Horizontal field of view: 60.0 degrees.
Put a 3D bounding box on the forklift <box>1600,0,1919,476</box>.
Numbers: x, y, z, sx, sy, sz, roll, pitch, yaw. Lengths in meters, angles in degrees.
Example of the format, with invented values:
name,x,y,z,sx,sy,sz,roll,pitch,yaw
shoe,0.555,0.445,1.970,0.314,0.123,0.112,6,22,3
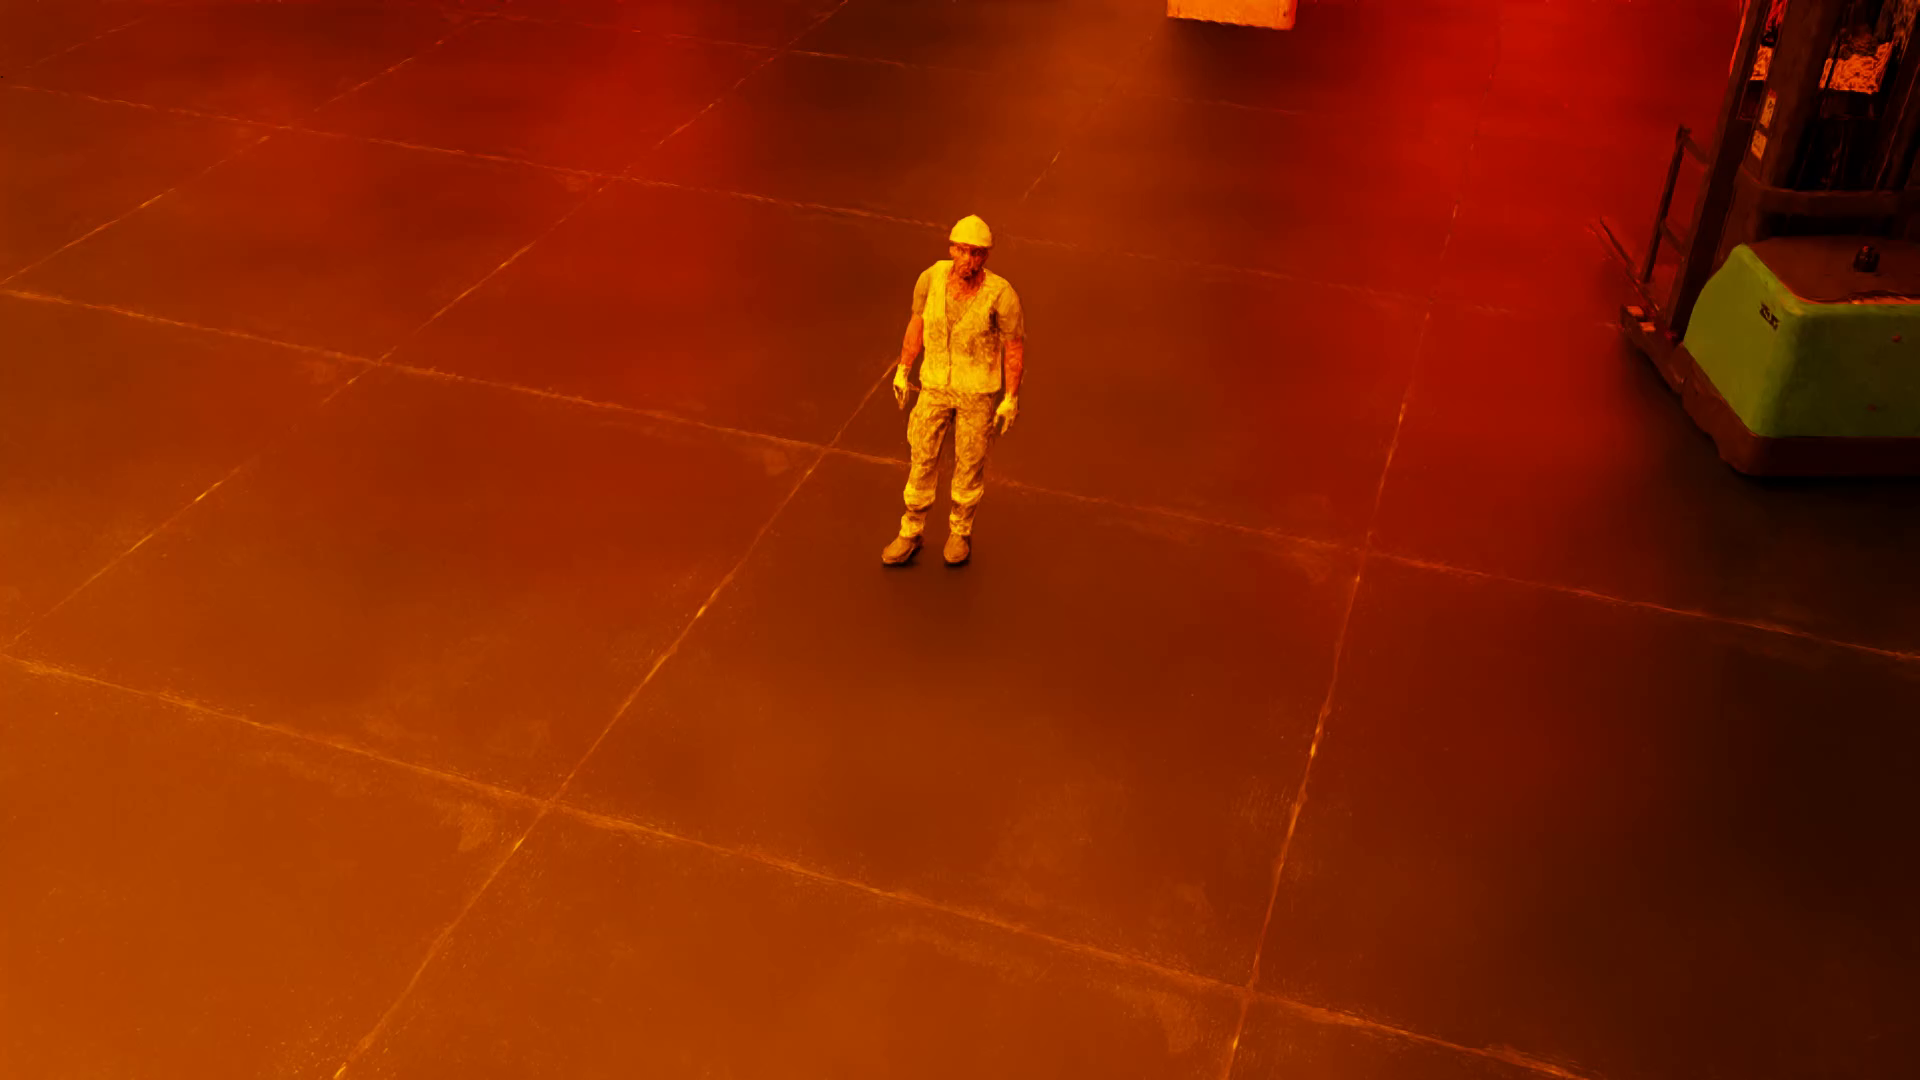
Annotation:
name,x,y,z,sx,sy,sz,roll,pitch,yaw
forklift,4.735,-2.359,9.437,1.130,2.935,3.031,0,35,0

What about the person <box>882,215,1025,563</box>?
name,x,y,z,sx,sy,sz,roll,pitch,yaw
person,-0.037,-0.694,8.065,0.637,1.787,0.563,12,37,16
